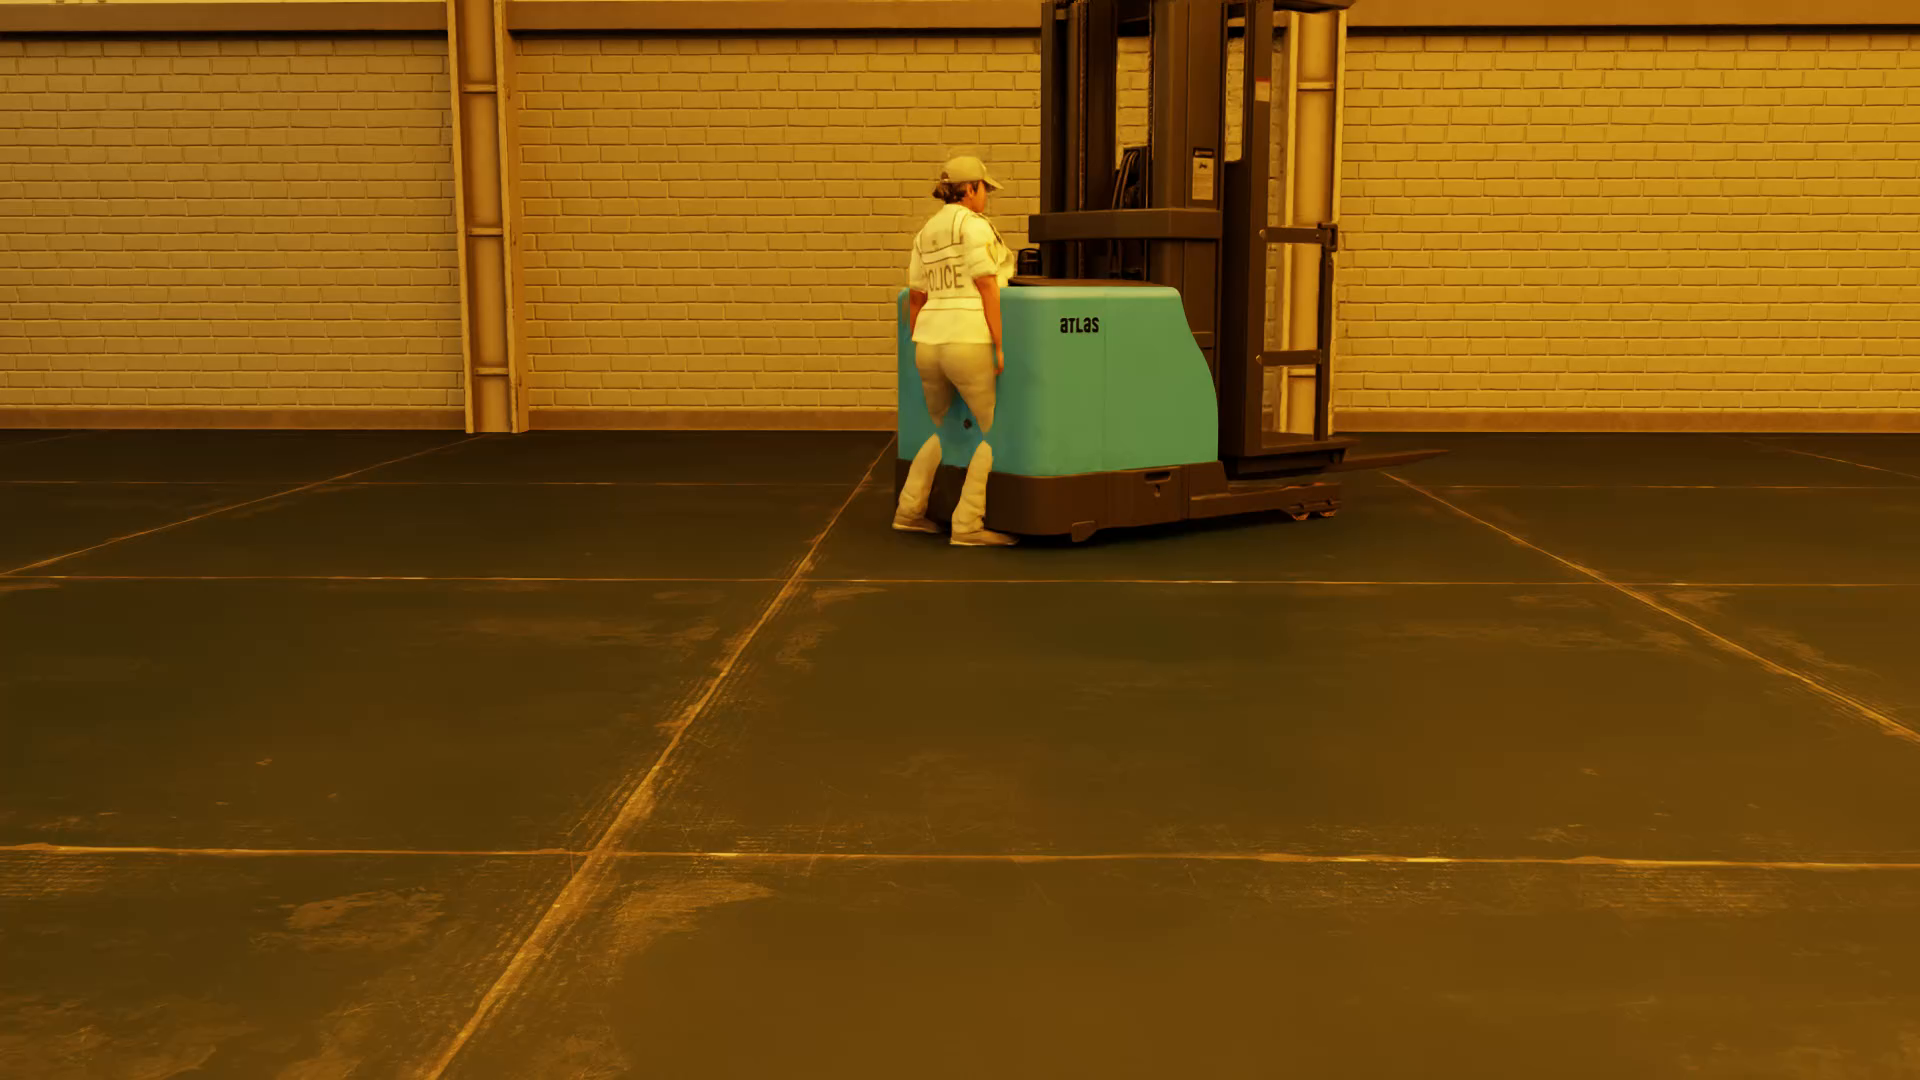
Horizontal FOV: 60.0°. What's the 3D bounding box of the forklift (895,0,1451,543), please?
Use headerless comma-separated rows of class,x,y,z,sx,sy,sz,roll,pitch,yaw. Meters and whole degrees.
forklift,1.177,-1.592,7.846,3.031,2.935,1.130,-7,11,-38

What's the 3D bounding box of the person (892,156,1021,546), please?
person,-0.010,-0.800,7.075,0.411,1.634,0.694,-7,11,-37
